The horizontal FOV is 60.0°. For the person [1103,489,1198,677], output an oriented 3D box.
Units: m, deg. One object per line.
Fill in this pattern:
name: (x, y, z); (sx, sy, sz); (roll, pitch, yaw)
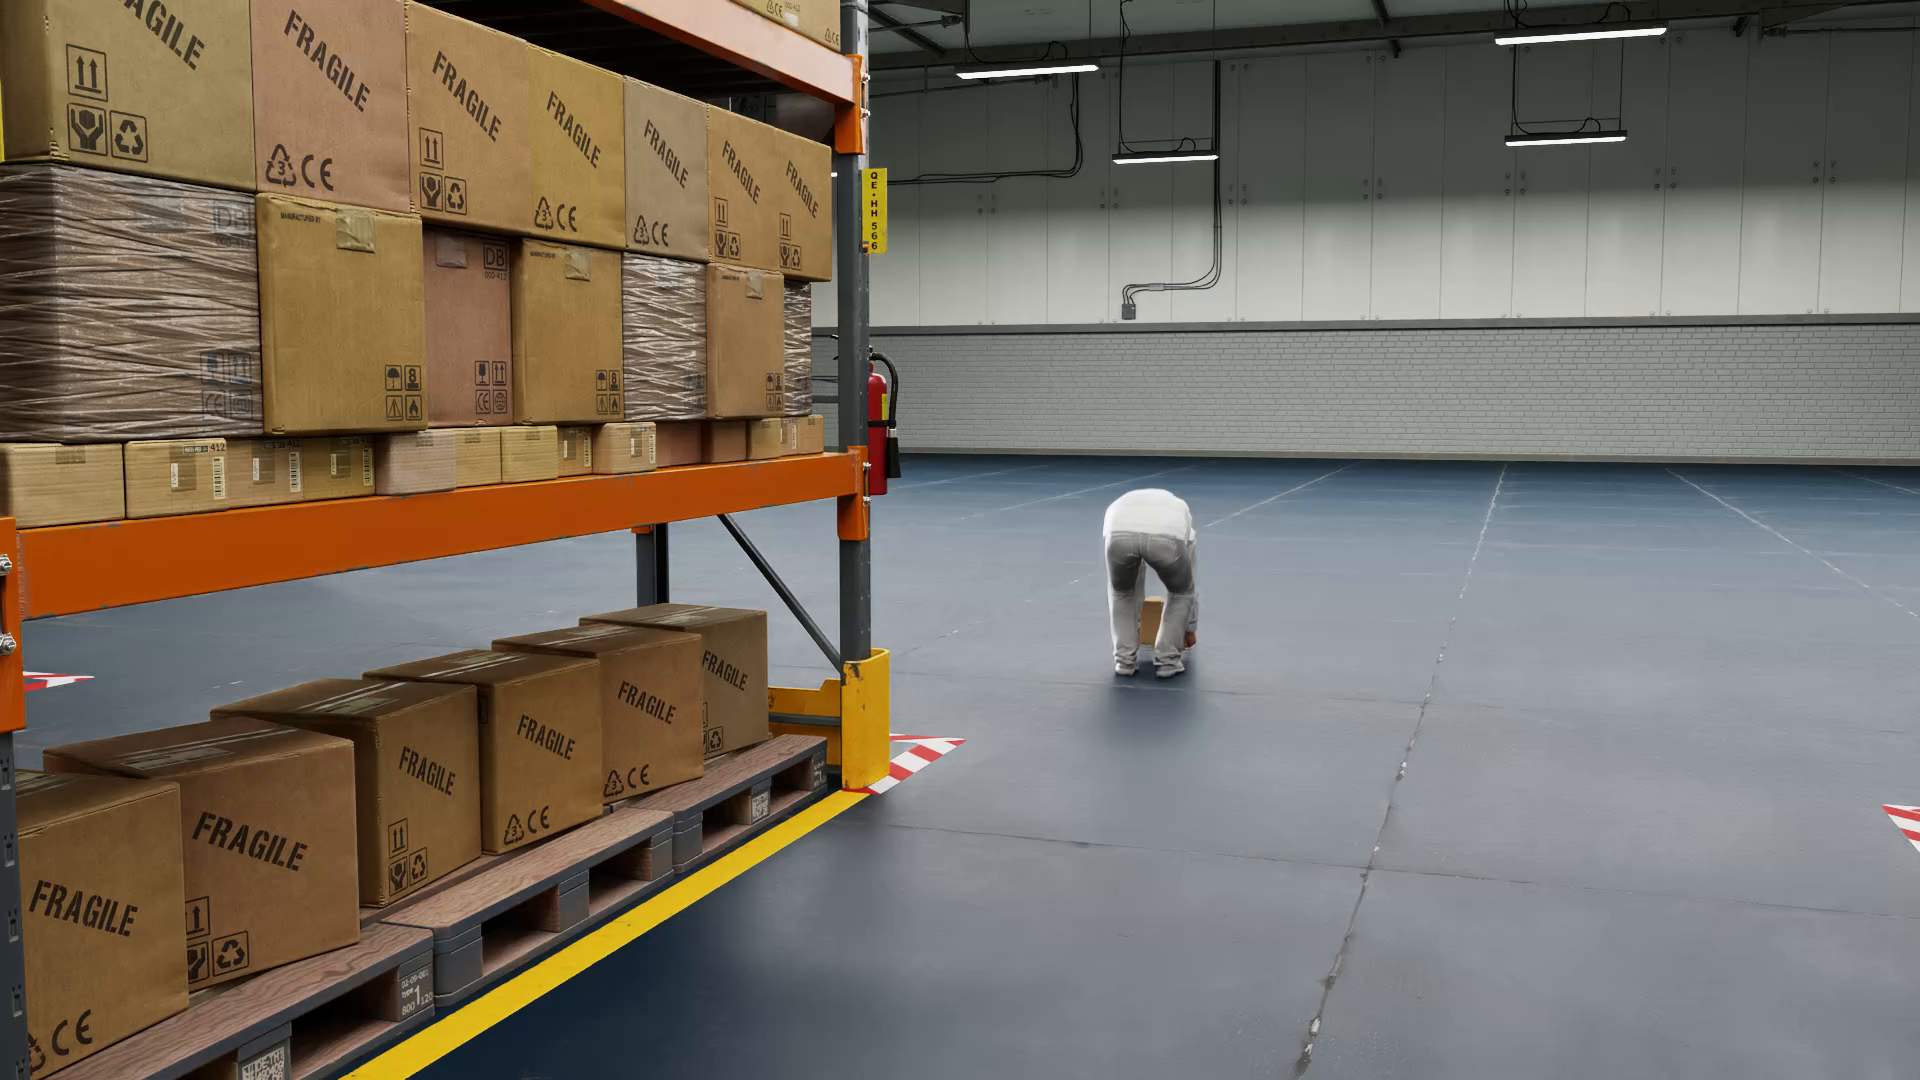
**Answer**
person: (1.069, 0.212, 9.208); (0.482, 1.013, 0.999); (1, 5, 16)
